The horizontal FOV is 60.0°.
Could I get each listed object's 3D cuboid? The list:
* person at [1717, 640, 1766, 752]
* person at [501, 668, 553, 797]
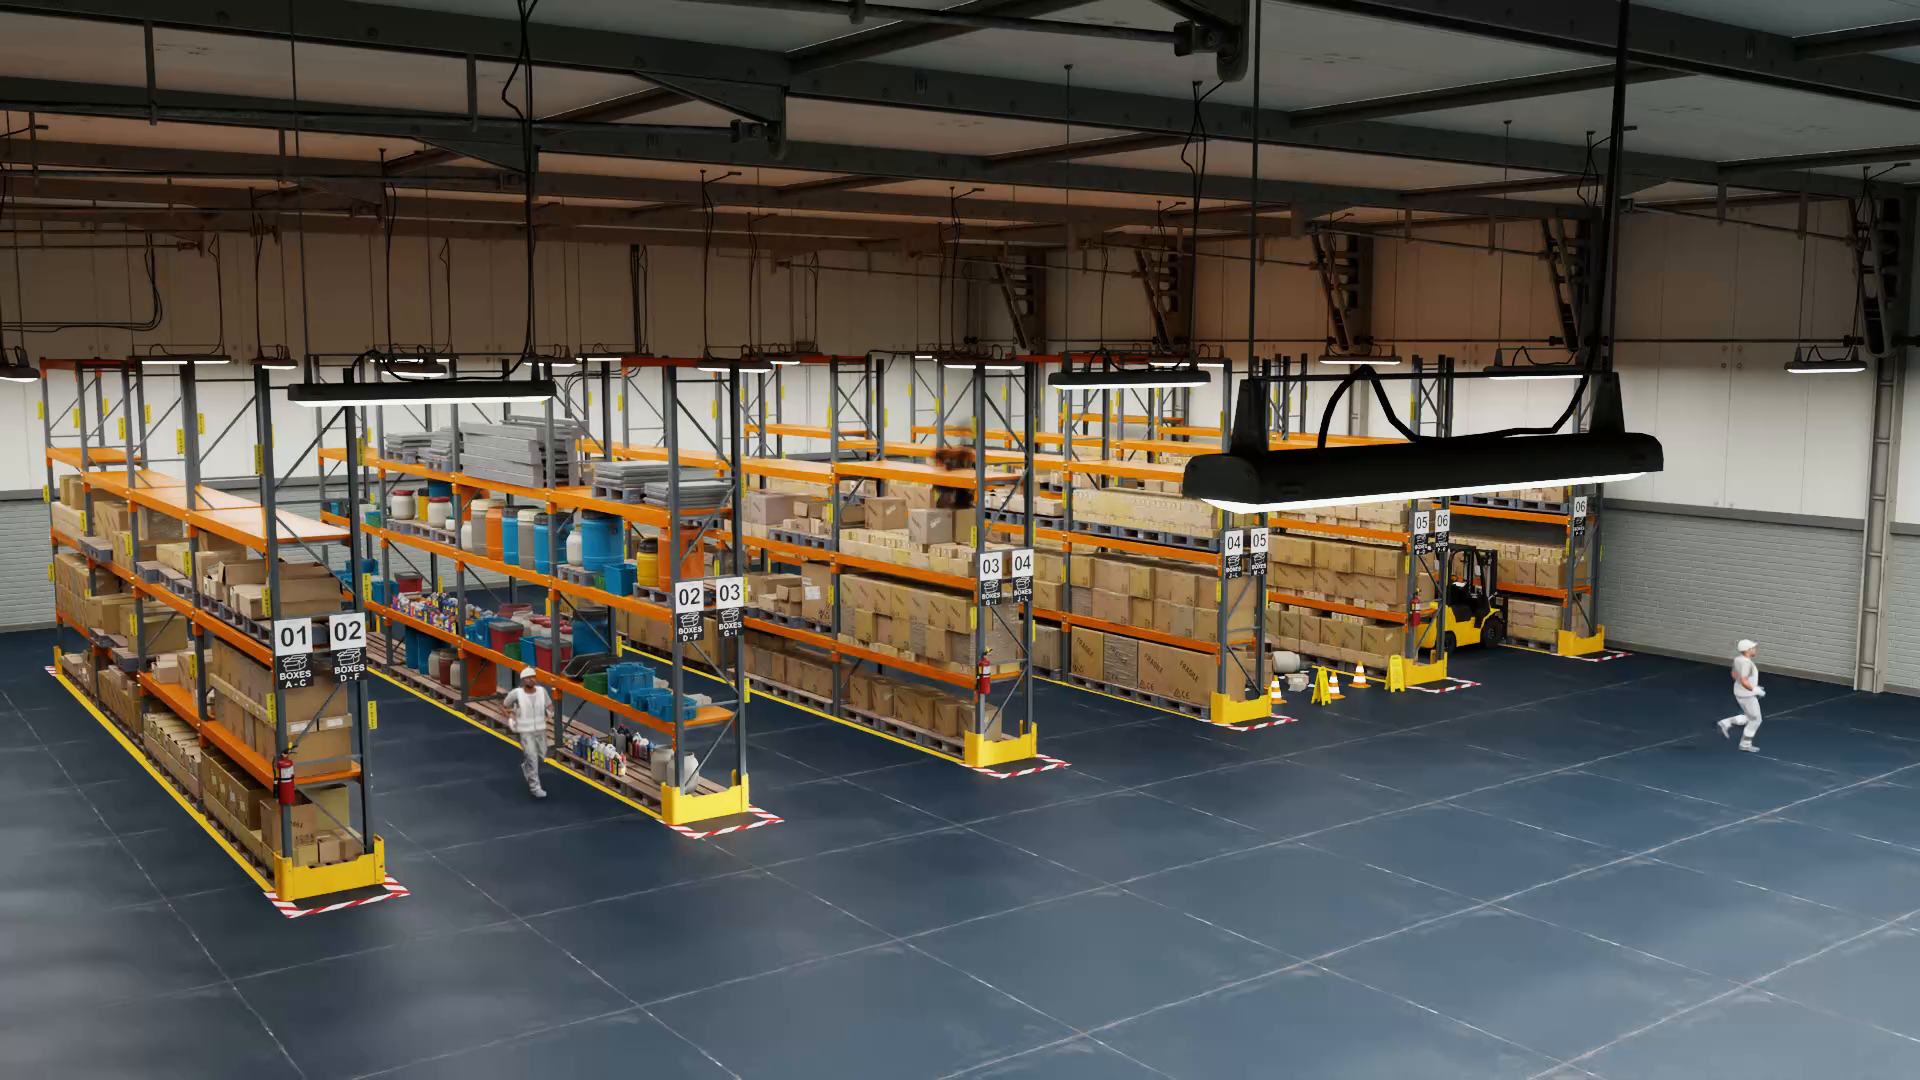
[{"bbox_3d":[12.067,2.399,25.667,0.615,1.743,0.656,2,7,13],"label":"person"},{"bbox_3d":[-6.010,2.661,23.268,0.696,1.763,0.941,-6,9,-39],"label":"person"}]
